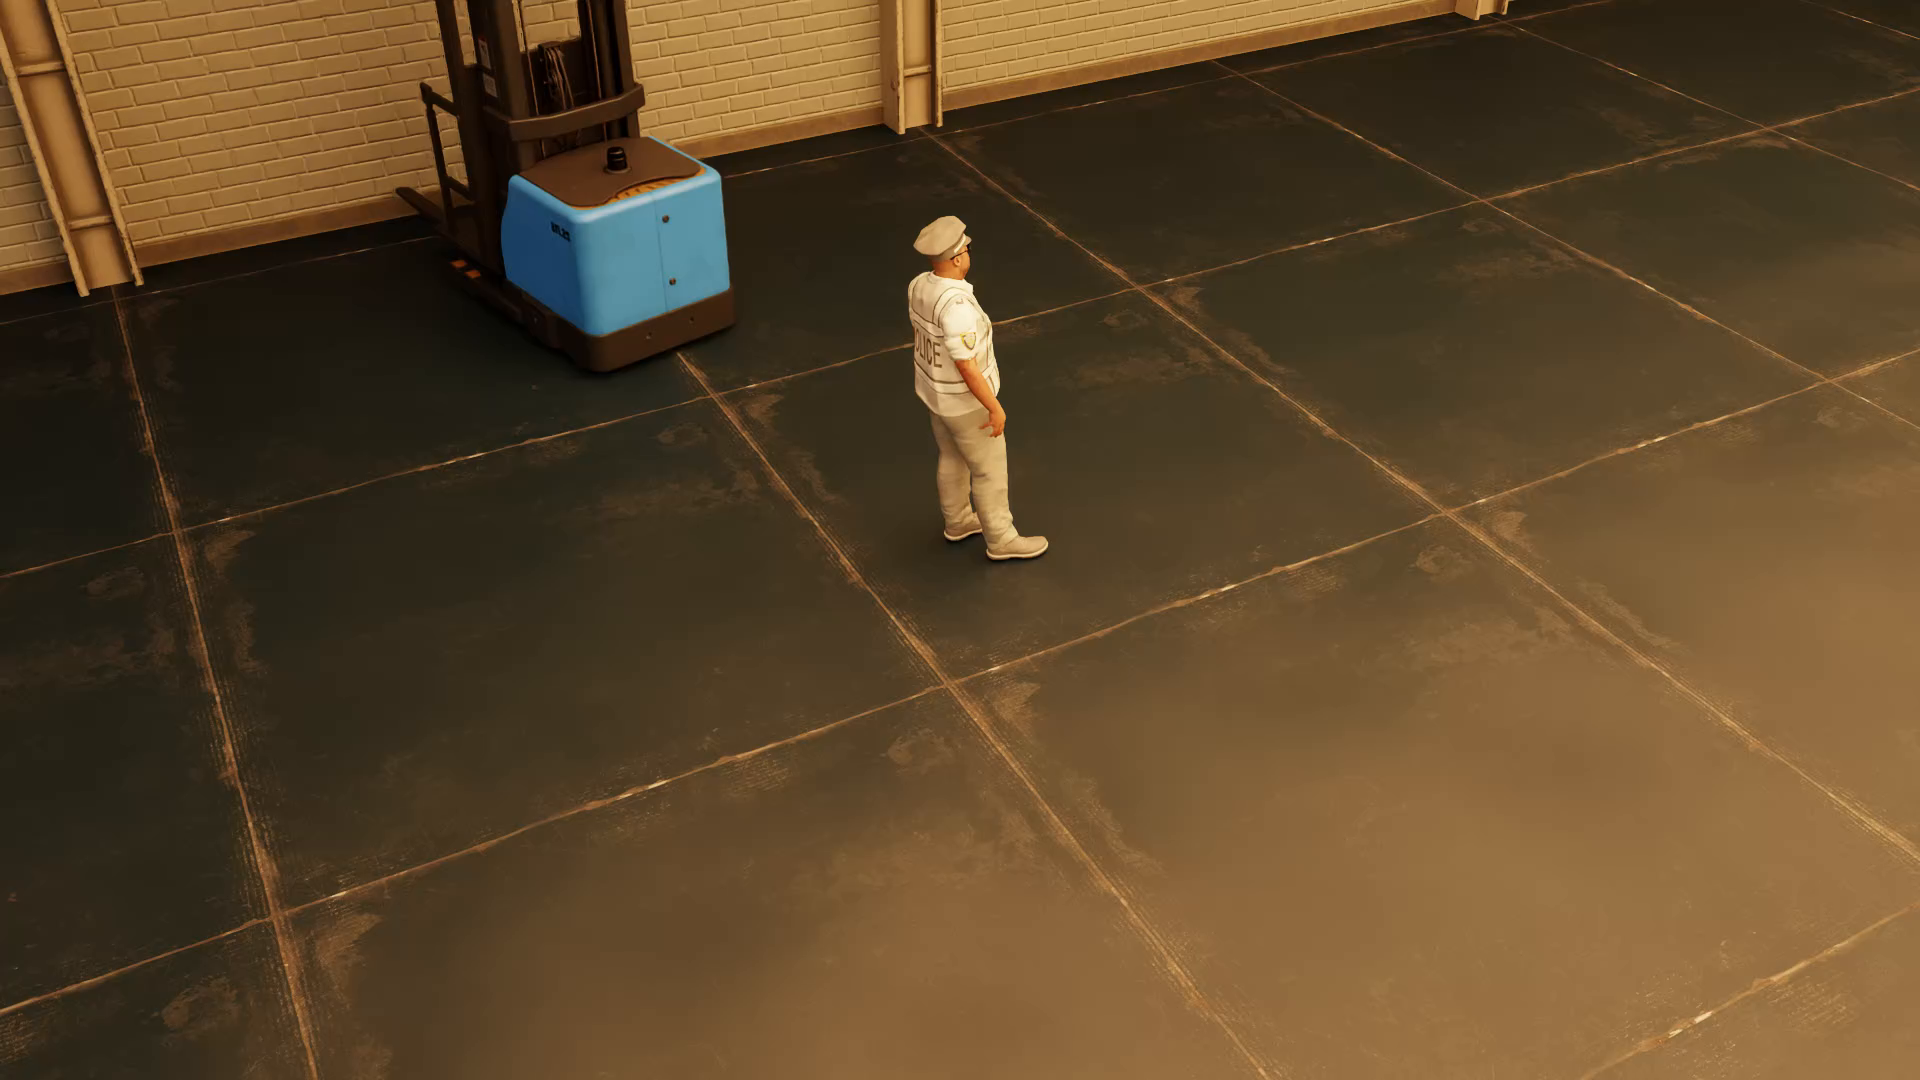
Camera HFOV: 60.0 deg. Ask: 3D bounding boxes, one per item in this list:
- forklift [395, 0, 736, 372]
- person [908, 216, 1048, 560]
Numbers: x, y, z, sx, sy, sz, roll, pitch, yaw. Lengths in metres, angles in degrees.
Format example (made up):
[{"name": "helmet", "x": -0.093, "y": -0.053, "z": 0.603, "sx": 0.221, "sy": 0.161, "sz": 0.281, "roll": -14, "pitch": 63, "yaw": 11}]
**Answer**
[{"name": "forklift", "x": -2.761, "y": -2.976, "z": 10.333, "sx": 1.130, "sy": 2.935, "sz": 3.031, "roll": -27, "pitch": 43, "yaw": -32}, {"name": "person", "x": 0.074, "y": -0.749, "z": 8.165, "sx": 0.574, "sy": 1.780, "sz": 0.641, "roll": -17, "pitch": 39, "yaw": -23}]
